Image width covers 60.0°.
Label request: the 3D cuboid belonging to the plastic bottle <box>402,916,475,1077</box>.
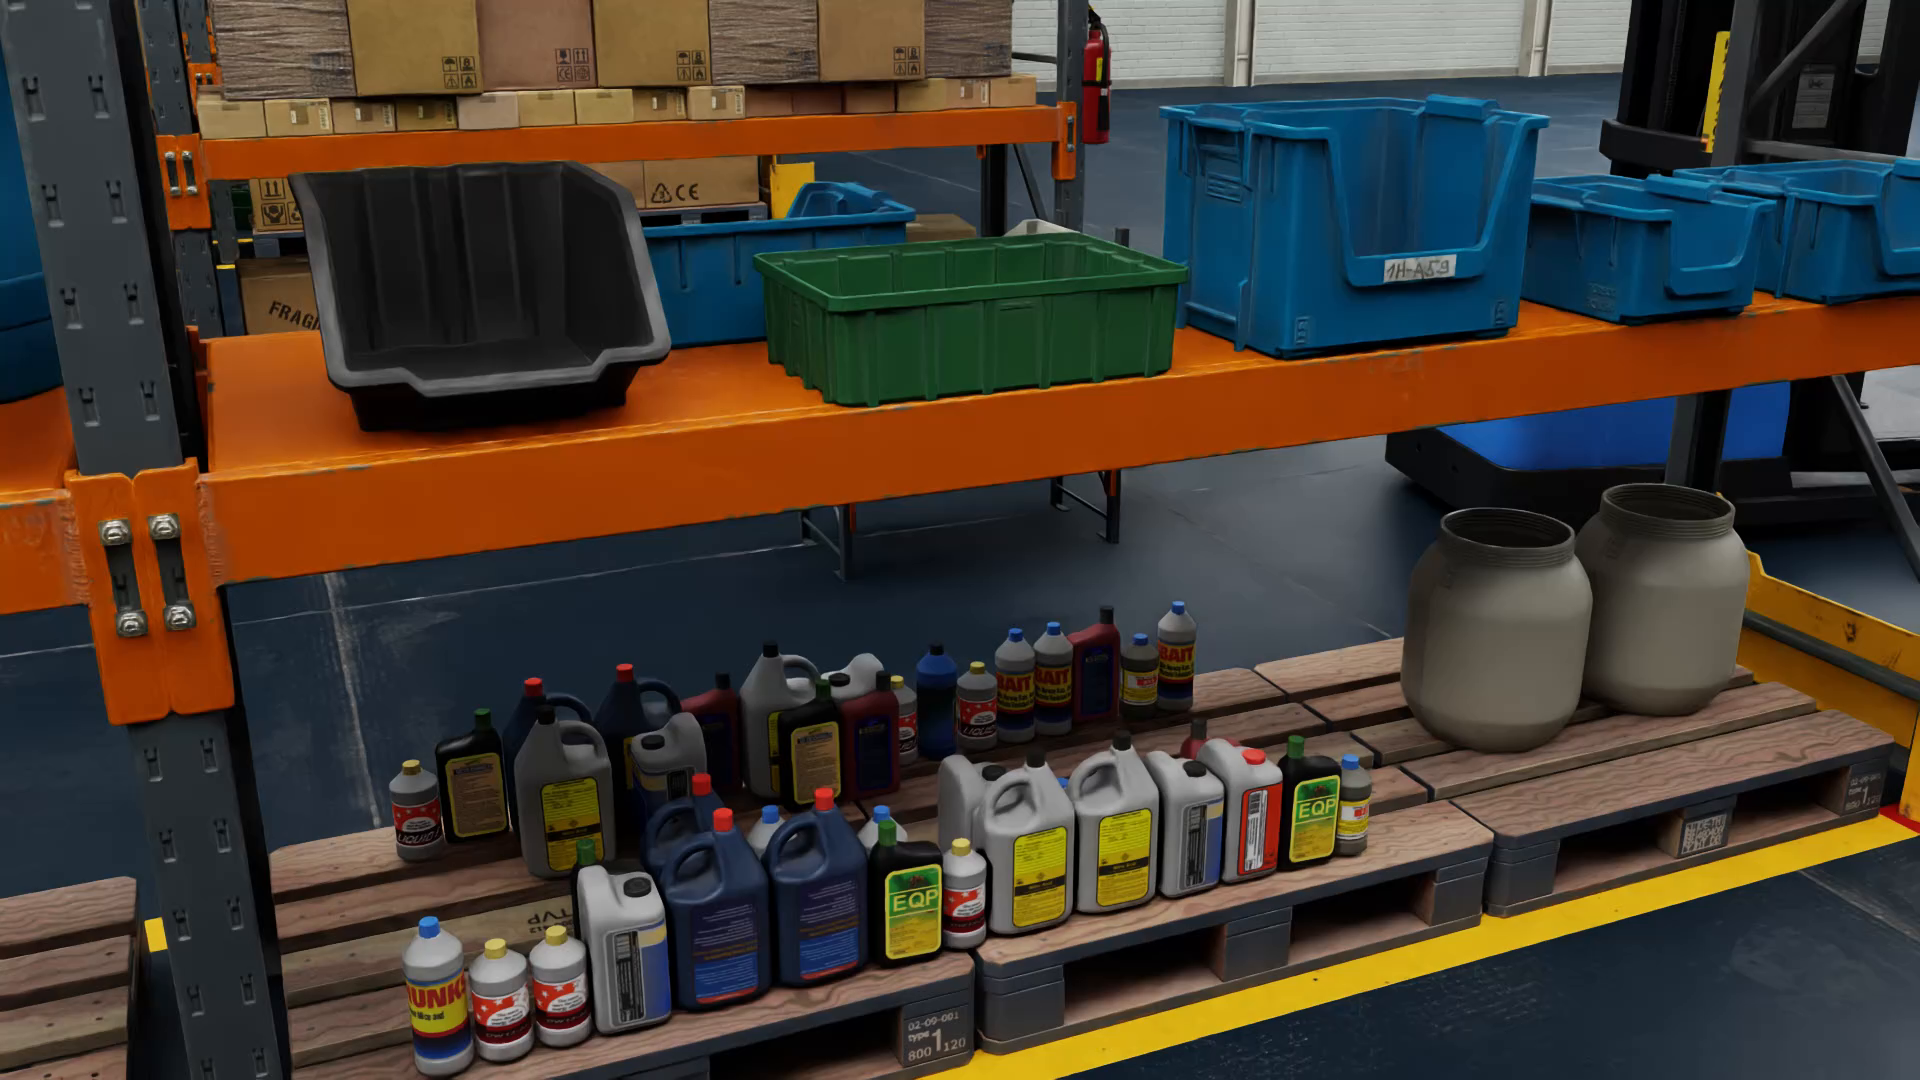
[{"bbox_3d":[-0.880,0.759,2.797,0.097,0.271,0.097,0,19,0],"label":"plastic bottle"}]

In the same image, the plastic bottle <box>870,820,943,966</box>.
[{"bbox_3d":[-0.099,0.648,3.094,0.133,0.283,0.061,-7,21,-20],"label":"plastic bottle"}]

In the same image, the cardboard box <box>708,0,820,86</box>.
[{"bbox_3d":[-1.039,-2.418,7.774,0.500,0.500,0.875,-8,21,-22],"label":"cardboard box"}]

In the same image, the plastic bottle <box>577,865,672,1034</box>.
[{"bbox_3d":[-0.594,0.705,2.941,0.135,0.276,0.152,-7,21,-20],"label":"plastic bottle"}]

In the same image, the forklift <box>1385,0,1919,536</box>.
[{"bbox_3d":[3.284,-1.580,6.097,3.031,2.935,1.130,-3,20,-10],"label":"forklift"}]

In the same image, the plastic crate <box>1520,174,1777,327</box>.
[{"bbox_3d":[1.387,-0.628,3.513,0.408,0.251,0.499,-8,21,-22],"label":"plastic crate"}]

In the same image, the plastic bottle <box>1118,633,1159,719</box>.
[{"bbox_3d":[0.444,0.331,4.117,0.097,0.201,0.097,0,19,0],"label":"plastic bottle"}]

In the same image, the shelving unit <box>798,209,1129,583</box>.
[{"bbox_3d":[-0.006,-0.530,5.833,1.048,1.125,0.538,-8,21,-22],"label":"shelving unit"}]

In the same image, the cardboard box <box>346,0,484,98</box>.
[{"bbox_3d":[-2.397,-2.206,7.172,0.500,0.500,0.875,-8,21,-22],"label":"cardboard box"}]

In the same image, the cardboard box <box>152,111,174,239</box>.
[{"bbox_3d":[-5.714,-2.477,11.295,0.750,0.750,1.050,-8,21,-22],"label":"cardboard box"}]

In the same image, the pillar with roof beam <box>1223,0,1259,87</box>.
[{"bbox_3d":[6.197,-10.263,21.621,0.400,9.000,9.100,-8,21,-22],"label":"pillar with roof beam"}]

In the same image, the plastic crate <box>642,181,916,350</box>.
[{"bbox_3d":[-0.437,-0.571,3.351,0.616,0.251,0.499,-8,21,-22],"label":"plastic crate"}]

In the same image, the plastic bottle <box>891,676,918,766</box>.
[{"bbox_3d":[-0.148,0.415,3.877,0.097,0.201,0.097,0,19,0],"label":"plastic bottle"}]

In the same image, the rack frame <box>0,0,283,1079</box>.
[{"bbox_3d":[-1.346,-0.413,2.677,0.127,3.000,1.000,-8,21,-22],"label":"rack frame"}]

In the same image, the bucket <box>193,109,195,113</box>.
[{"bbox_3d":[-5.968,-3.343,13.639,0.620,0.611,0.726,-11,20,0],"label":"bucket"}]

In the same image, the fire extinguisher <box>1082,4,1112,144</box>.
[{"bbox_3d":[0.653,-2.287,8.118,0.183,0.674,0.296,-8,21,-22],"label":"fire extinguisher"}]

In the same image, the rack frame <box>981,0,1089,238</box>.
[{"bbox_3d":[0.365,-2.449,8.461,0.127,3.000,1.000,-8,21,-22],"label":"rack frame"}]

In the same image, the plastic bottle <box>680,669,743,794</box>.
[{"bbox_3d":[-0.560,0.429,3.714,0.133,0.283,0.061,-7,20,-18],"label":"plastic bottle"}]

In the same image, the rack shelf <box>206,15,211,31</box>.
[{"bbox_3d":[-7.366,-6.382,20.714,4.000,0.370,1.077,-8,21,-22],"label":"rack shelf"}]

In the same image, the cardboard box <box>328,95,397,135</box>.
[{"bbox_3d":[-2.538,-1.811,7.028,0.250,0.149,0.380,-8,21,-22],"label":"cardboard box"}]

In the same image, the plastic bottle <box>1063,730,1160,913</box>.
[{"bbox_3d":[0.294,0.544,3.285,0.185,0.351,0.144,-7,21,-20],"label":"plastic bottle"}]

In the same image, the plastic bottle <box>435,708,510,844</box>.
[{"bbox_3d":[-1.035,0.497,3.521,0.133,0.283,0.061,-7,21,-19],"label":"plastic bottle"}]

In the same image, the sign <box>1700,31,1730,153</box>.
[{"bbox_3d":[2.113,-1.238,4.604,0.005,0.325,0.100,-8,21,-22],"label":"sign"}]

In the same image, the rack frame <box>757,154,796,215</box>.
[{"bbox_3d":[-1.507,-3.975,12.795,0.127,3.000,1.000,-8,21,-22],"label":"rack frame"}]

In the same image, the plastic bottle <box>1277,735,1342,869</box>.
[{"bbox_3d":[0.714,0.531,3.425,0.133,0.283,0.061,-8,21,-21],"label":"plastic bottle"}]

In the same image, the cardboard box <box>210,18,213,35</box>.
[{"bbox_3d":[-6.817,-4.770,15.432,0.250,0.149,0.380,-8,21,-22],"label":"cardboard box"}]

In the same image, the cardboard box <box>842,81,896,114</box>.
[{"bbox_3d":[-0.490,-2.121,7.907,0.250,0.149,0.380,-8,21,-22],"label":"cardboard box"}]

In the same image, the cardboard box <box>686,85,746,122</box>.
[{"bbox_3d":[-1.151,-2.001,7.567,0.250,0.149,0.380,-8,21,-22],"label":"cardboard box"}]

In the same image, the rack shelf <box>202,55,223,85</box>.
[{"bbox_3d":[-3.343,-3.373,12.167,4.000,0.370,1.077,-8,21,-22],"label":"rack shelf"}]

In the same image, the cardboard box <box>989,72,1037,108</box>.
[{"bbox_3d":[0.185,-2.230,8.218,0.250,0.149,0.380,-8,21,-22],"label":"cardboard box"}]

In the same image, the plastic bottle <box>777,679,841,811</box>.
[{"bbox_3d":[-0.332,0.449,3.659,0.133,0.283,0.061,-8,21,-22],"label":"plastic bottle"}]

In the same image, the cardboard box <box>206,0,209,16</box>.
[{"bbox_3d":[-8.692,-6.484,19.771,0.500,0.500,0.500,-9,21,-23],"label":"cardboard box"}]

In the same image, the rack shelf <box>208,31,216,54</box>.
[{"bbox_3d":[-5.397,-4.869,16.417,4.000,0.370,1.077,-8,21,-22],"label":"rack shelf"}]

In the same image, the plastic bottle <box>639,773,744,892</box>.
[{"bbox_3d":[-0.498,0.606,3.111,0.185,0.351,0.144,-8,21,-22],"label":"plastic bottle"}]

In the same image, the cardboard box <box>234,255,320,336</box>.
[{"bbox_3d":[-2.925,-0.982,7.427,0.500,0.500,0.500,-9,21,-24],"label":"cardboard box"}]

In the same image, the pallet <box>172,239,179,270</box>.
[{"bbox_3d":[-5.858,-2.009,11.410,1.213,0.211,1.003,-8,21,-22],"label":"pallet"}]

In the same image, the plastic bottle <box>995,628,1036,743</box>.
[{"bbox_3d":[0.132,0.342,3.979,0.097,0.271,0.097,0,19,0],"label":"plastic bottle"}]

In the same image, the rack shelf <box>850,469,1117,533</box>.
[{"bbox_3d":[-0.006,-0.299,5.914,1.000,0.278,0.538,-8,21,-22],"label":"rack shelf"}]

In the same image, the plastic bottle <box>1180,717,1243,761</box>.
[{"bbox_3d":[0.529,0.503,3.506,0.133,0.283,0.061,-8,21,-22],"label":"plastic bottle"}]

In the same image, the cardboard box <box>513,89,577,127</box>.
[{"bbox_3d":[-1.853,-1.913,7.317,0.250,0.149,0.380,-8,21,-22],"label":"cardboard box"}]

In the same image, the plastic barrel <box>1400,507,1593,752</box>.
[{"bbox_3d":[1.293,0.212,4.016,0.421,0.512,0.421,0,19,0],"label":"plastic barrel"}]

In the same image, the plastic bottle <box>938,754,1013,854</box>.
[{"bbox_3d":[0.041,0.562,3.347,0.135,0.276,0.152,-8,21,-22],"label":"plastic bottle"}]

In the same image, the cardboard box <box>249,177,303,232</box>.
[{"bbox_3d":[-4.575,-2.706,11.758,0.875,0.875,0.875,-8,21,-21],"label":"cardboard box"}]

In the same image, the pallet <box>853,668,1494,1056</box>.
[{"bbox_3d":[0.409,0.665,3.815,1.213,0.211,1.003,-8,21,-22],"label":"pallet"}]
